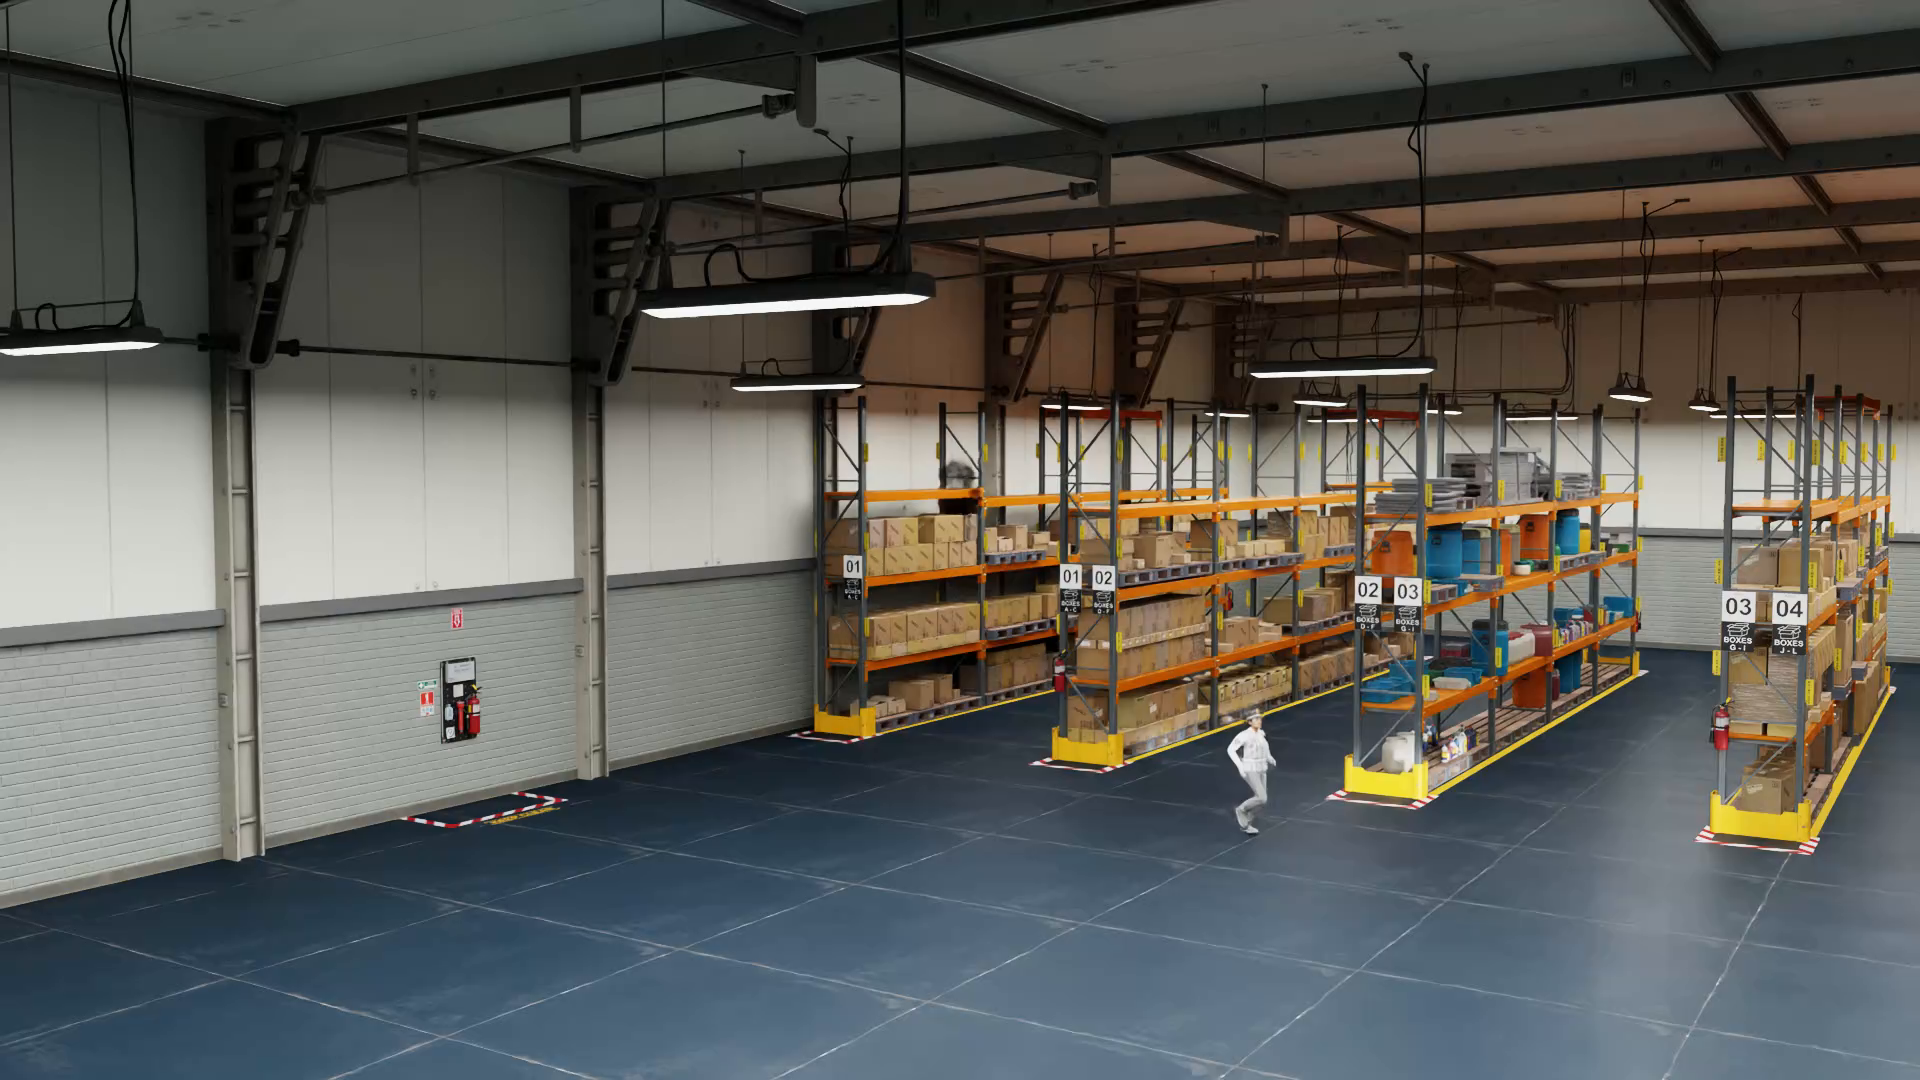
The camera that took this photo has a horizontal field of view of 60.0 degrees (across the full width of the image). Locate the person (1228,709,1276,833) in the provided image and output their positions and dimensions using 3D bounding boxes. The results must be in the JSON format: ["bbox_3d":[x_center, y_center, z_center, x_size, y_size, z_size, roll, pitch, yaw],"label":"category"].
[{"bbox_3d":[3.888,3.025,21.728,0.600,1.648,0.534,-2,4,-39],"label":"person"}]
